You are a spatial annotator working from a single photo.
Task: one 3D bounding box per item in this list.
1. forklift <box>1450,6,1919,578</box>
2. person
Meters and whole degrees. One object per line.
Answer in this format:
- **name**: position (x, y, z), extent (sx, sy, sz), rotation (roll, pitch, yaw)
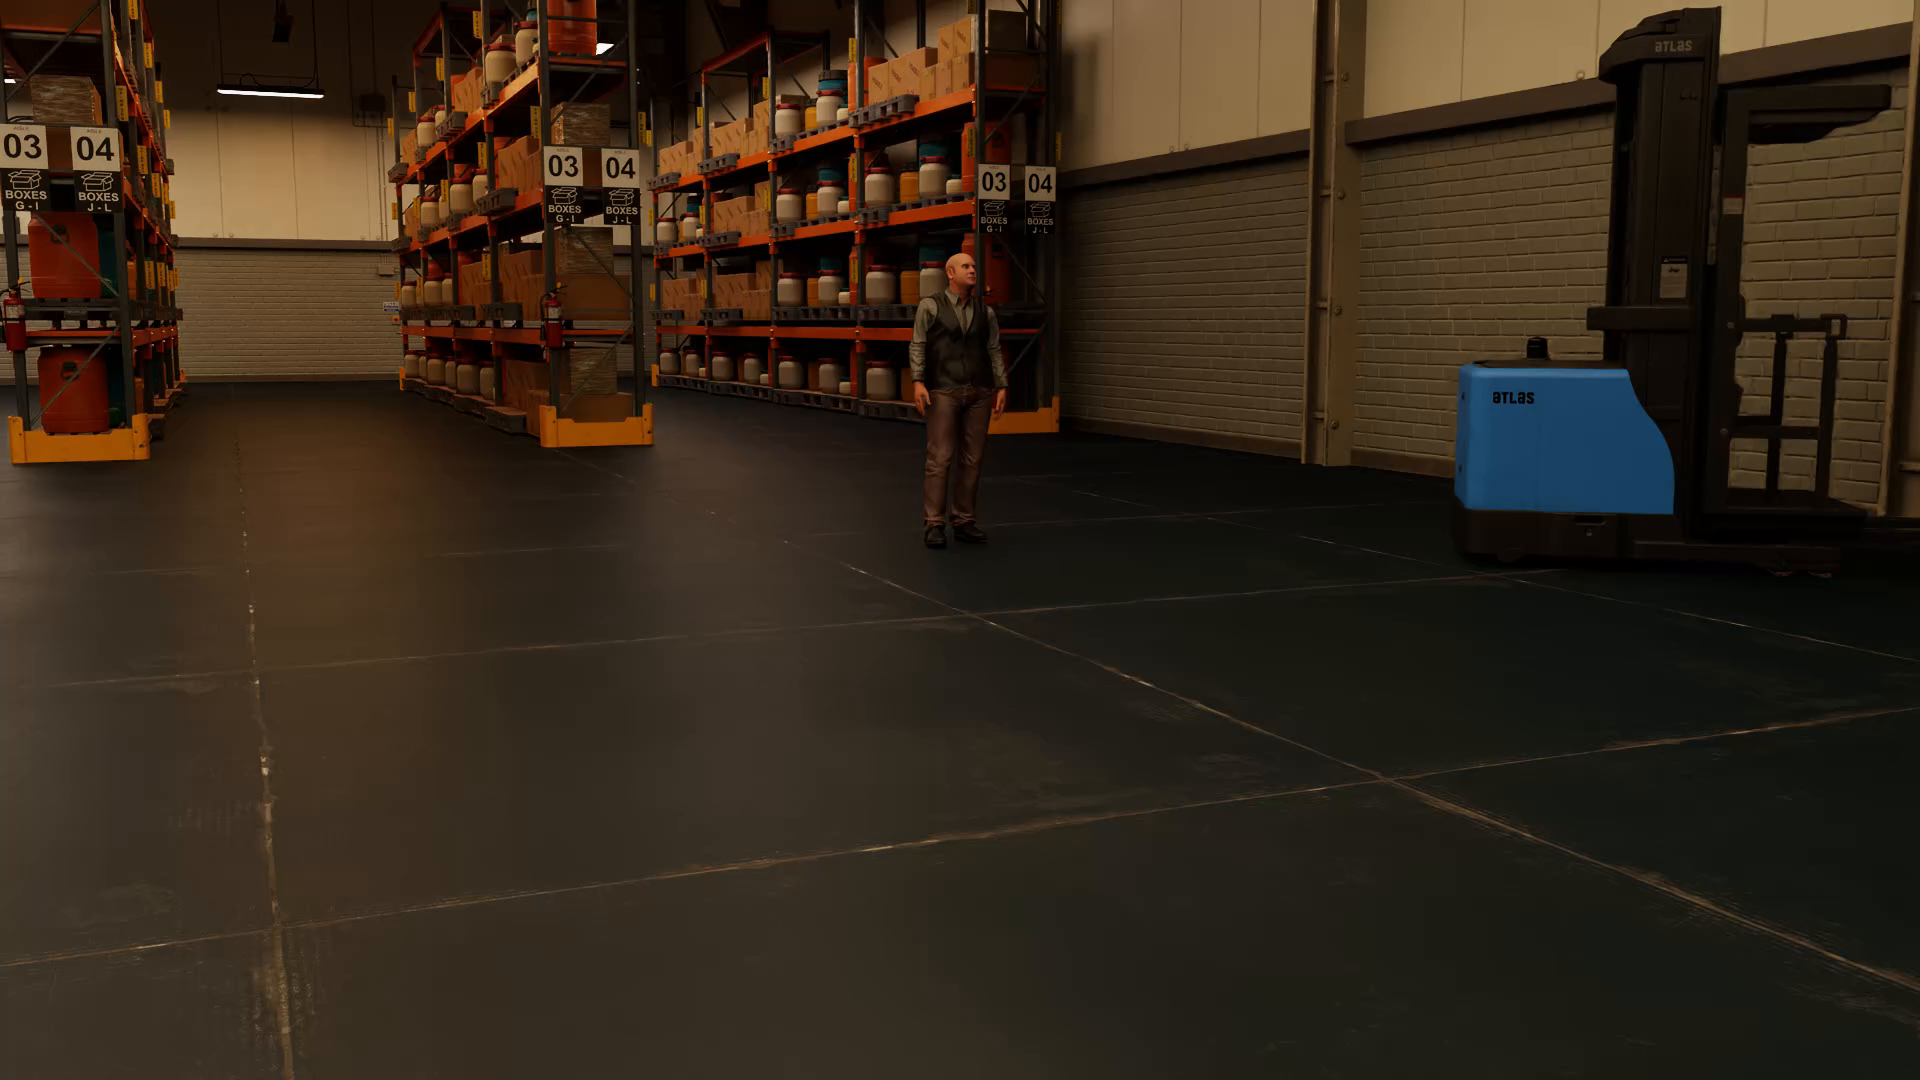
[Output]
- **forklift**: position (4.326, -1.332, 9.045), extent (3.031, 2.935, 1.130), rotation (2, 8, 12)
- **person**: position (0.022, -0.852, 9.973), extent (0.633, 1.722, 0.551), rotation (-3, 8, -23)
